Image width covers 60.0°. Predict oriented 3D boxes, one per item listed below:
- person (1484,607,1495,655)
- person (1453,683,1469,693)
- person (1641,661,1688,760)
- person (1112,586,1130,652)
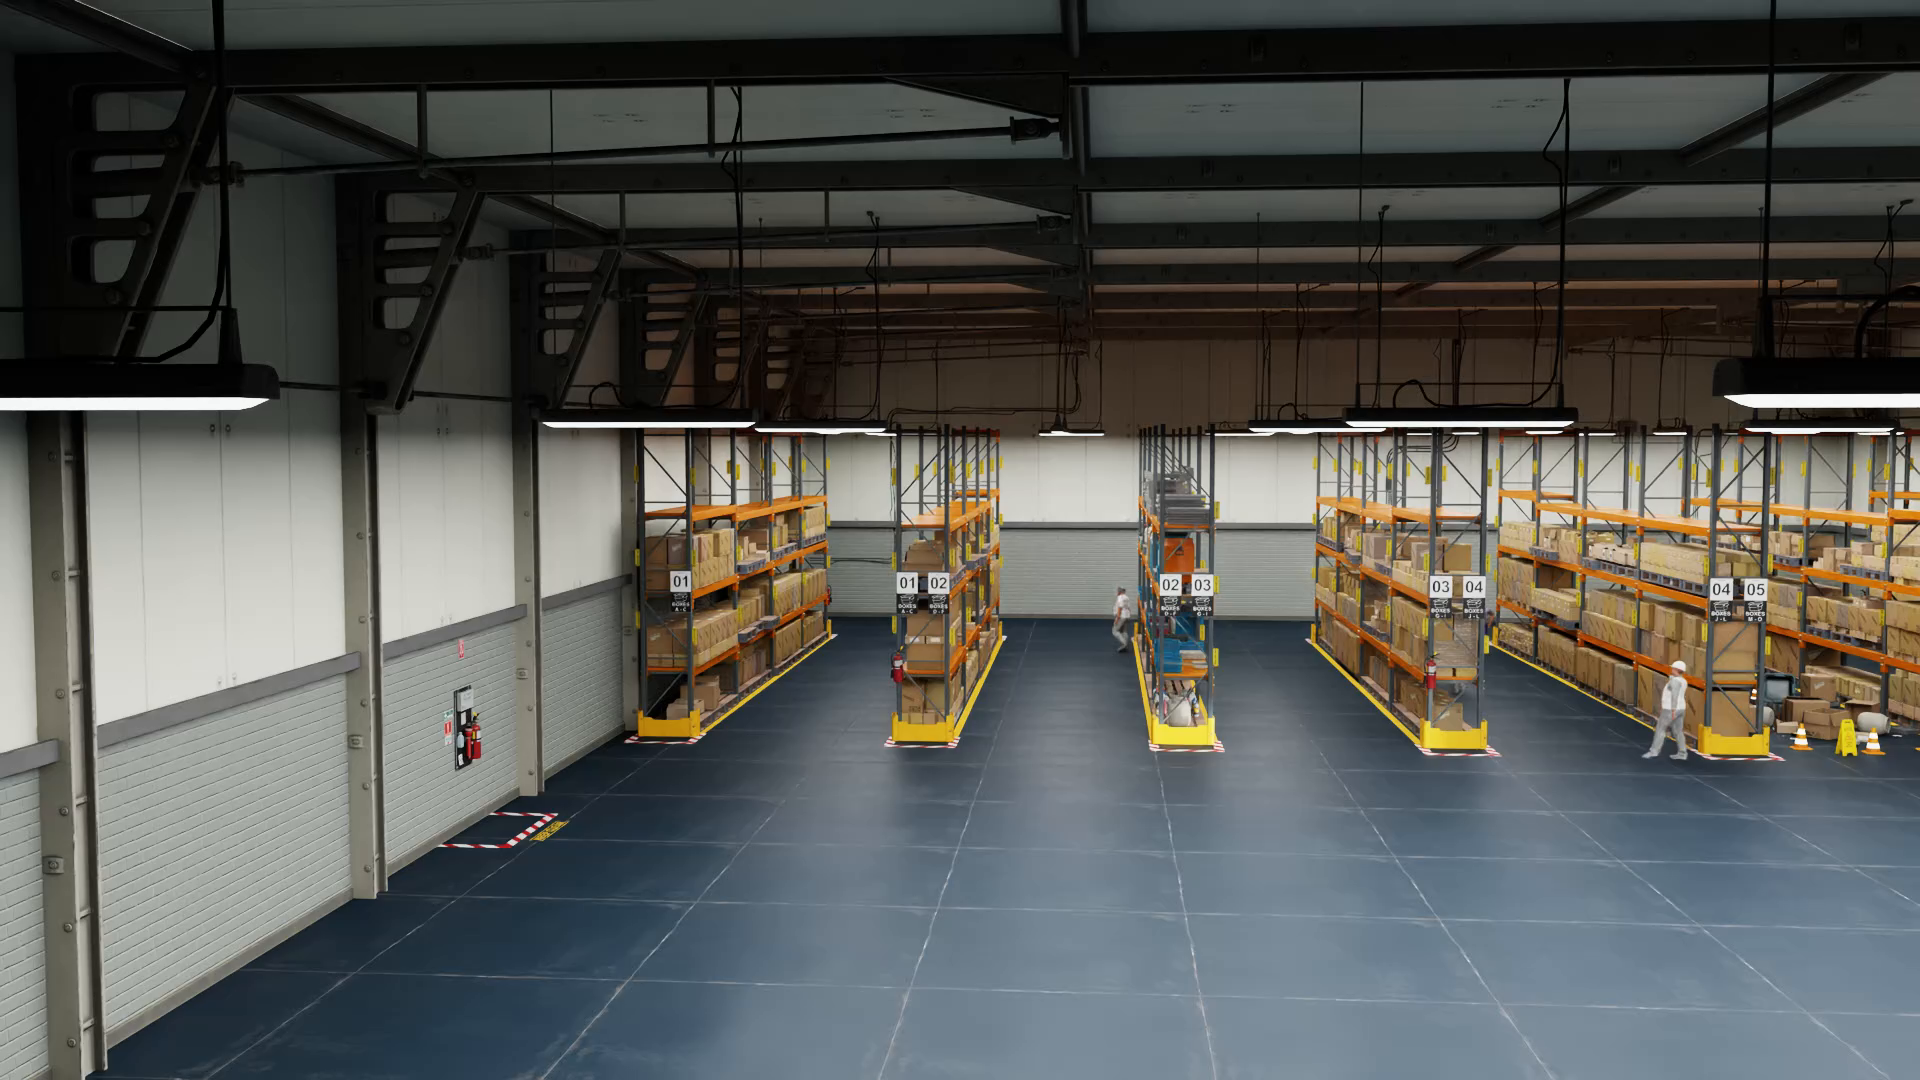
[{"bbox_3d":[13.610,2.302,43.417,0.664,1.561,0.733,1,4,16],"label":"person"},{"bbox_3d":[11.183,2.614,37.383,0.510,1.673,0.464,1,4,10],"label":"person"},{"bbox_3d":[12.689,3.043,29.714,0.629,1.767,0.746,-3,4,-37],"label":"person"},{"bbox_3d":[4.397,2.121,44.793,0.474,1.765,0.615,2,4,34],"label":"person"}]
